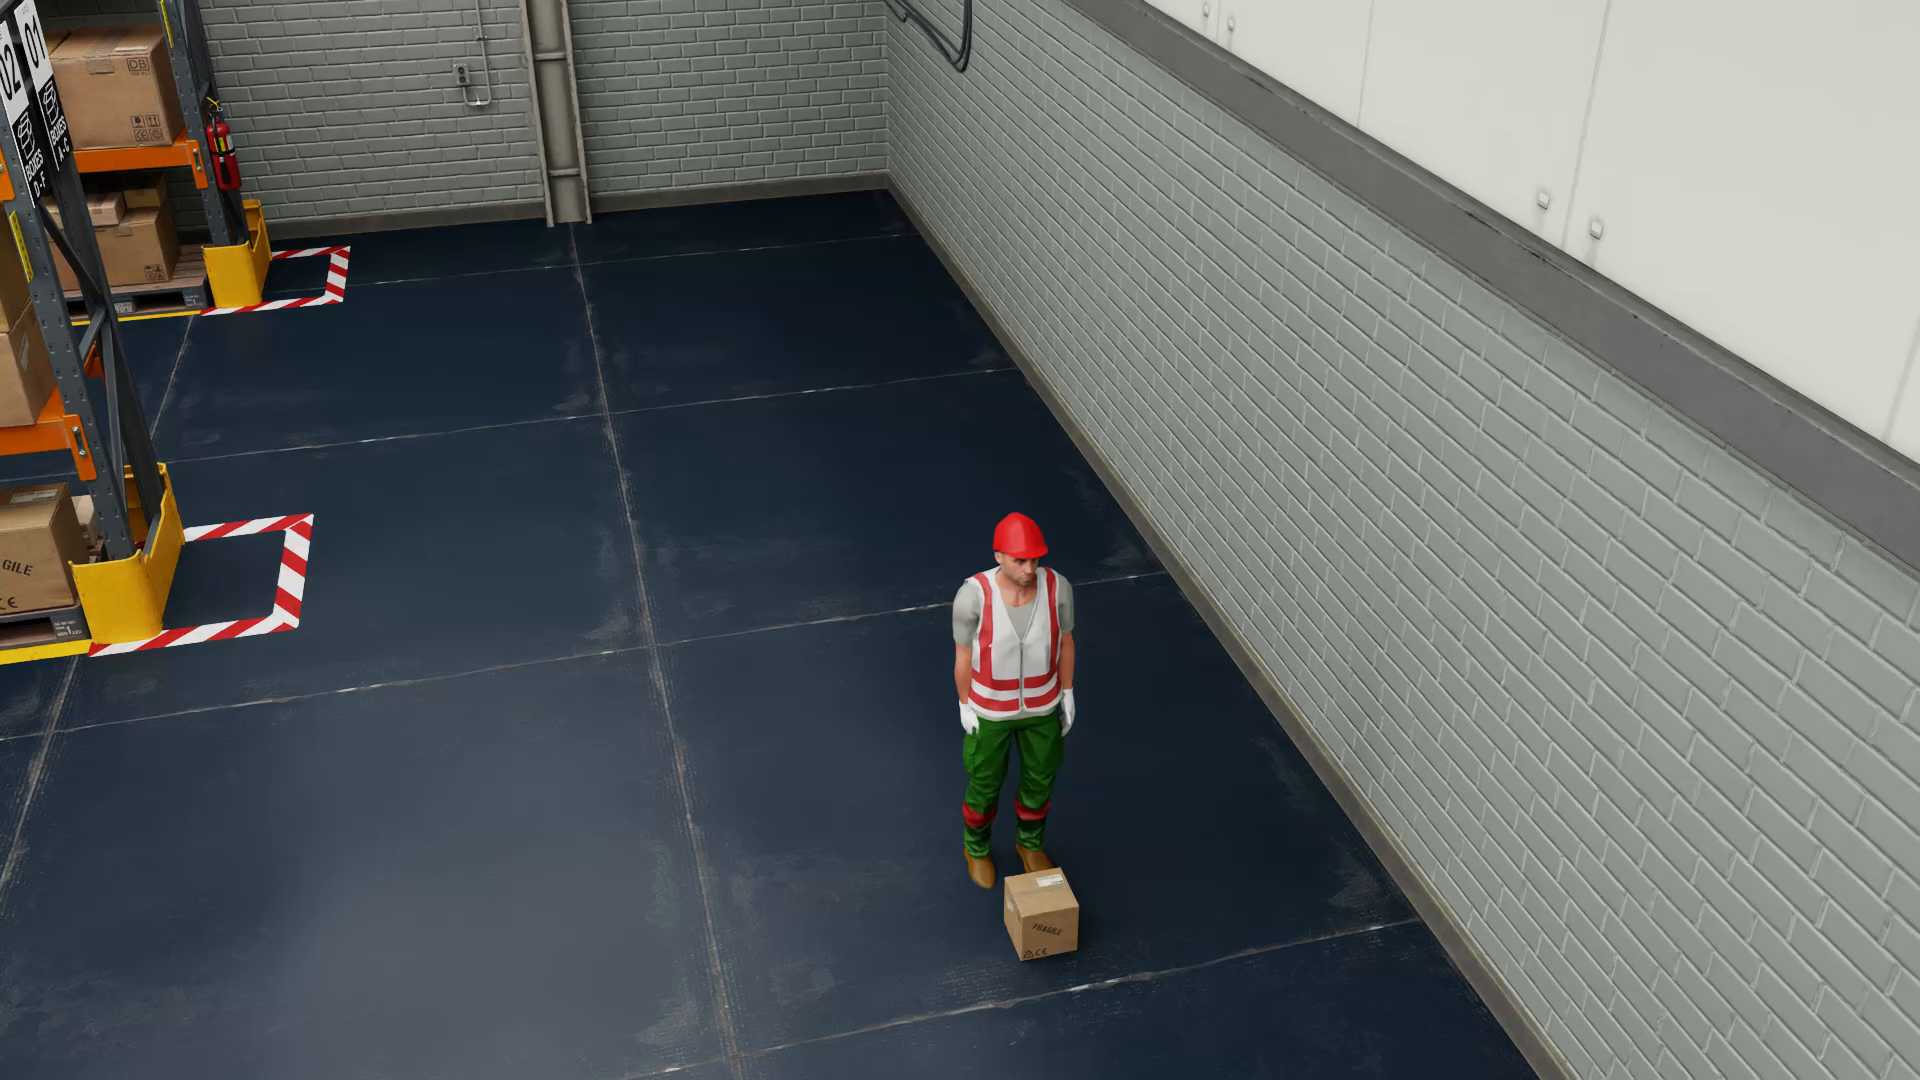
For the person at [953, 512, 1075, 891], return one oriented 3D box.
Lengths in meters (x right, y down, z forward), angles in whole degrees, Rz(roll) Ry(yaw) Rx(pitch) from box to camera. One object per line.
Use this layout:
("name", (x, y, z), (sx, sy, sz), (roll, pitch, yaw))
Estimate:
("person", (0.235, 0.697, 7.034), (0.524, 1.805, 0.346), (-7, 31, -12))
